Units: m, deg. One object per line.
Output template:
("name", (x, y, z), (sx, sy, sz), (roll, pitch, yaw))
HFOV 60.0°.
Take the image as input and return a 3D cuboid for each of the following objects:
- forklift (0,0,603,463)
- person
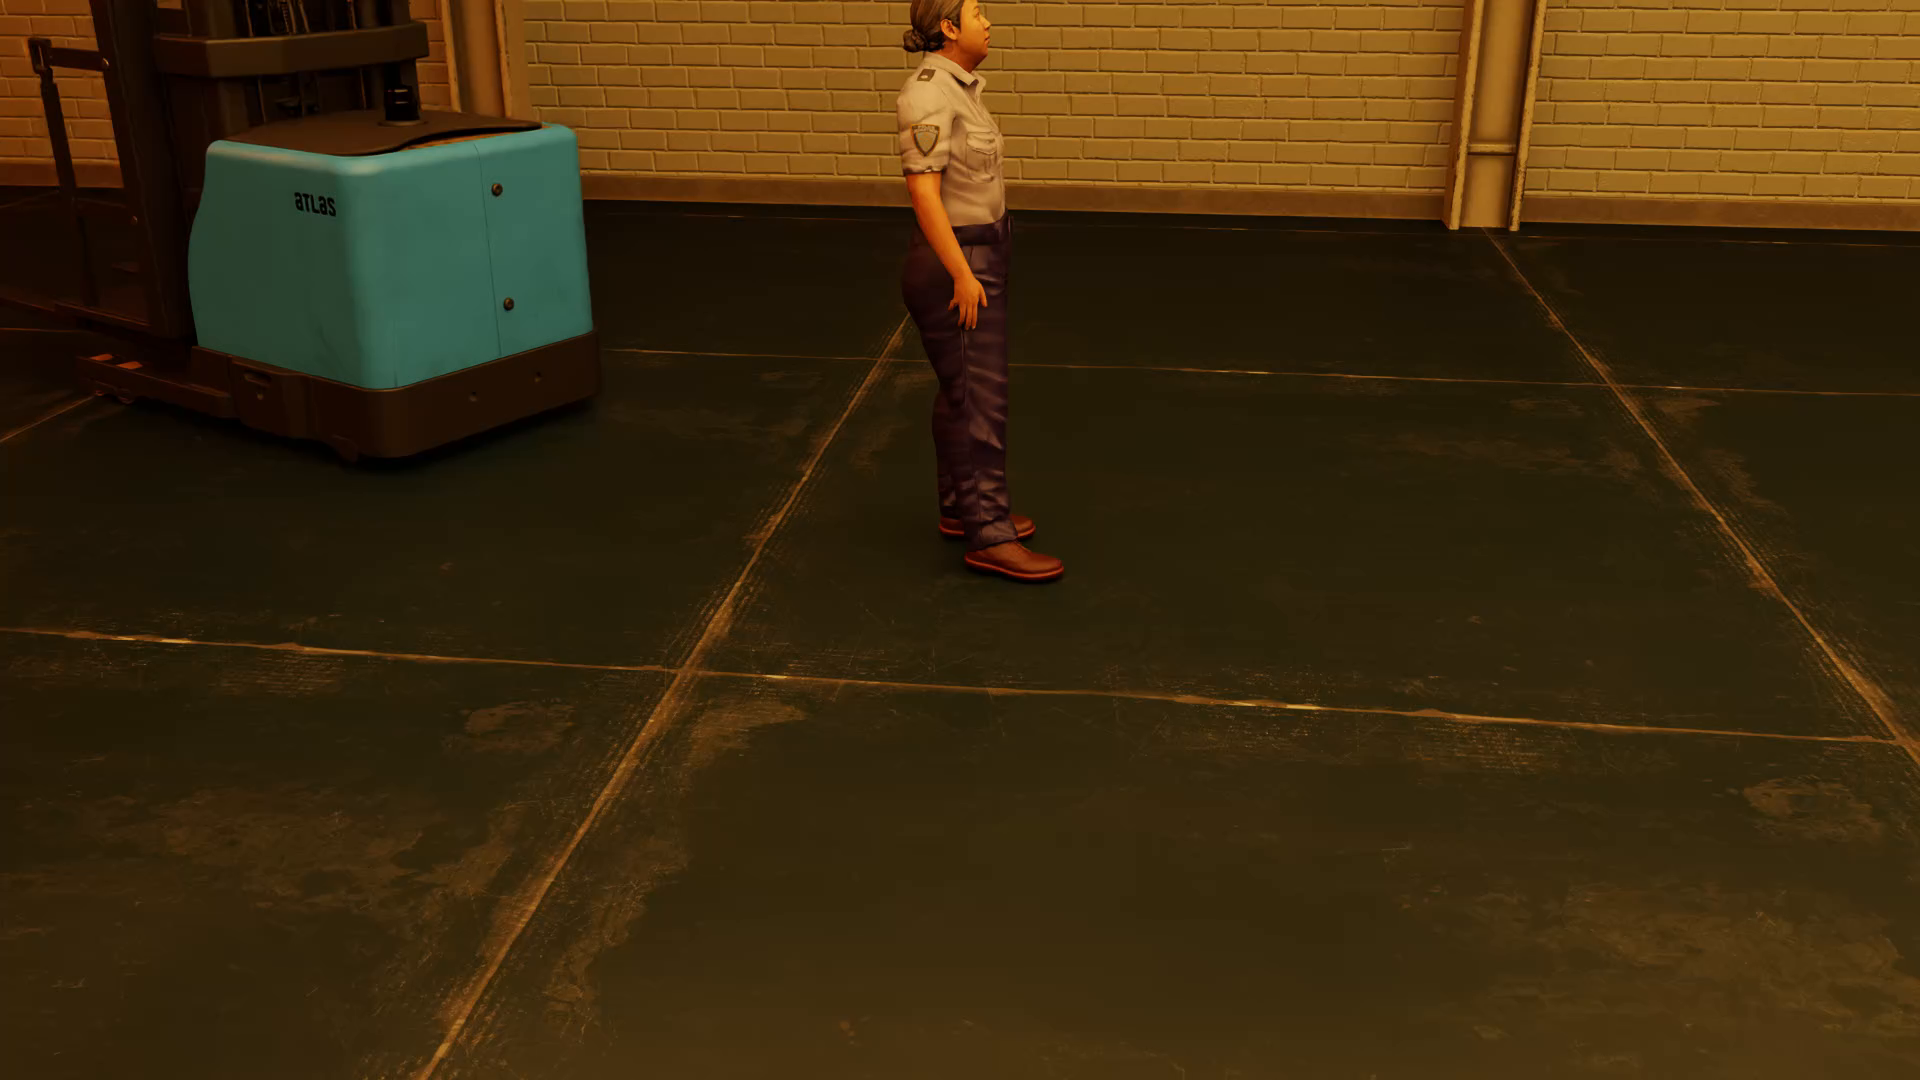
("forklift", (-2.886, -2.036, 6.310), (3.031, 2.935, 1.130), (14, 26, 32))
("person", (0.086, -0.759, 4.836), (0.503, 1.650, 0.599), (3, 22, 7))
